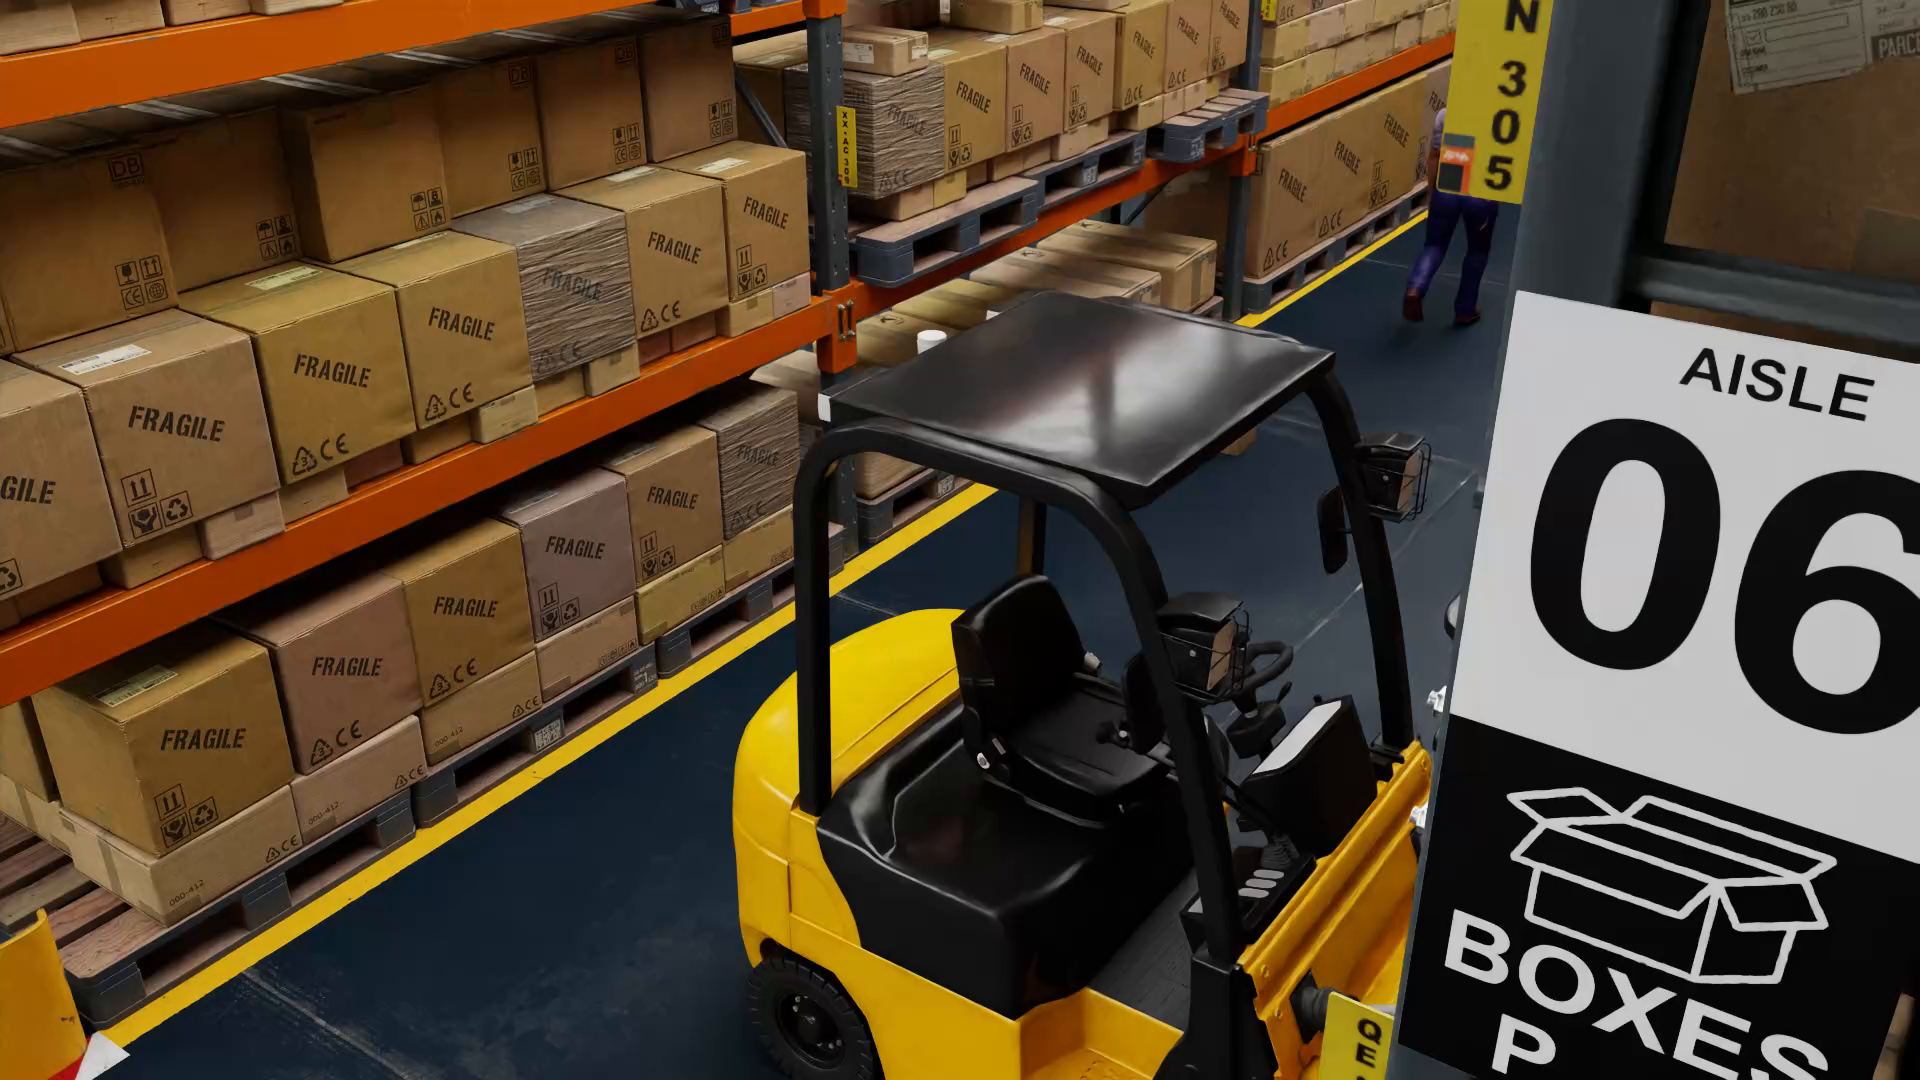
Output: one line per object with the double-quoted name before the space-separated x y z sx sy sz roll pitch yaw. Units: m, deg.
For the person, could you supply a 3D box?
"person" 3.068 -2.092 10.198 0.473 1.623 0.728 17 32 30
